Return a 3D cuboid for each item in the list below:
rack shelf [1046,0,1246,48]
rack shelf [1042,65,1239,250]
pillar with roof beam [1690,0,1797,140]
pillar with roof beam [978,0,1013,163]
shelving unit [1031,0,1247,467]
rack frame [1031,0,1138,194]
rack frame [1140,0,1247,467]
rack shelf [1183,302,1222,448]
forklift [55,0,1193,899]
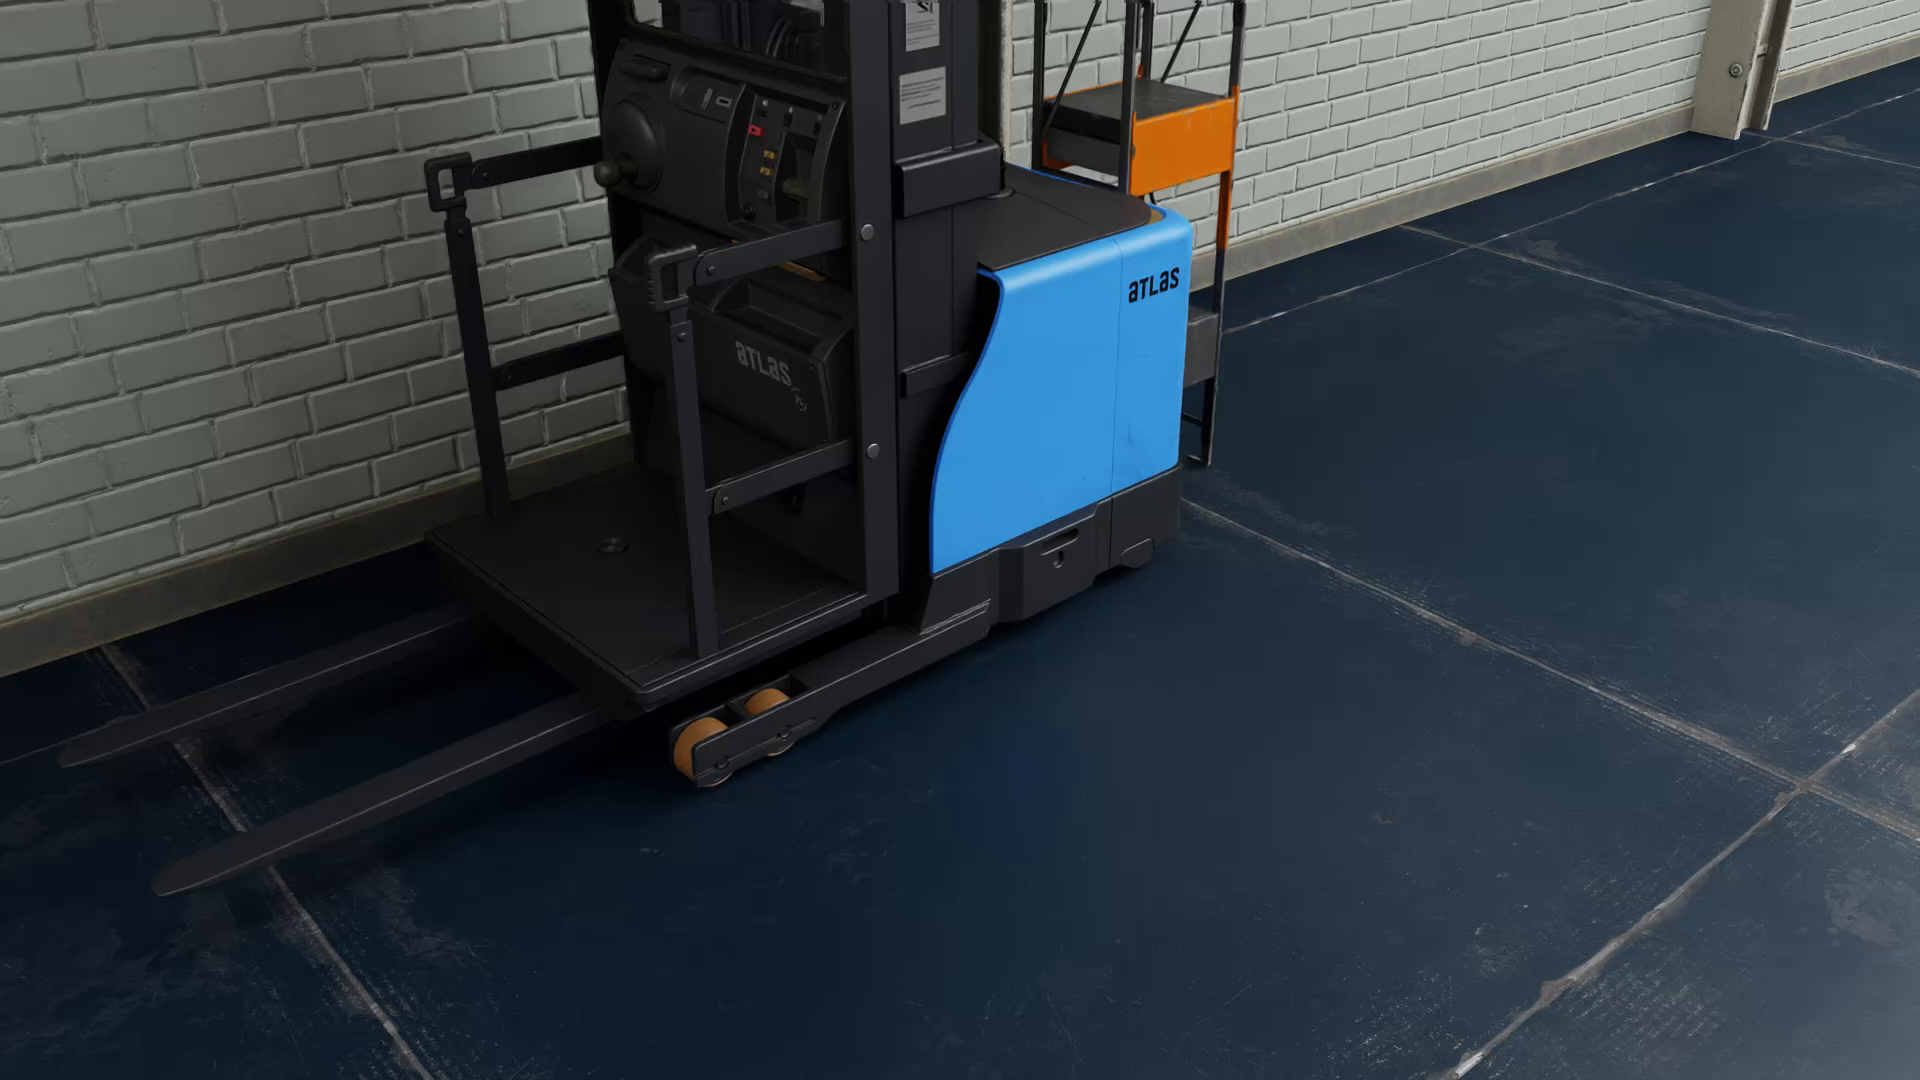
[{"bbox_3d":[0.543,-1.777,4.890,0.480,0.518,0.431,-23,36,-37],"label":"rack shelf"},{"bbox_3d":[0.543,-1.159,5.220,0.480,0.518,0.431,-23,36,-37],"label":"rack shelf"},{"bbox_3d":[7.293,-4.839,4.758,0.400,9.000,9.100,-22,35,-35],"label":"pillar with roof beam"},{"bbox_3d":[2.729,-3.004,1.324,0.400,9.000,9.100,-22,35,-35],"label":"pillar with roof beam"},{"bbox_3d":[0.543,-1.171,5.214,0.503,2.100,0.431,-23,36,-37],"label":"shelving unit"},{"bbox_3d":[0.363,-1.093,5.068,0.015,2.100,0.400,-23,36,-37],"label":"rack frame"},{"bbox_3d":[0.723,-1.249,5.359,0.015,2.100,0.400,-23,36,-37],"label":"rack frame"},{"bbox_3d":[0.543,-0.542,5.550,0.480,0.518,0.431,-23,36,-37],"label":"rack shelf"},{"bbox_3d":[-0.751,-0.961,3.939,3.031,2.935,1.130,-23,36,-37],"label":"forklift"}]
